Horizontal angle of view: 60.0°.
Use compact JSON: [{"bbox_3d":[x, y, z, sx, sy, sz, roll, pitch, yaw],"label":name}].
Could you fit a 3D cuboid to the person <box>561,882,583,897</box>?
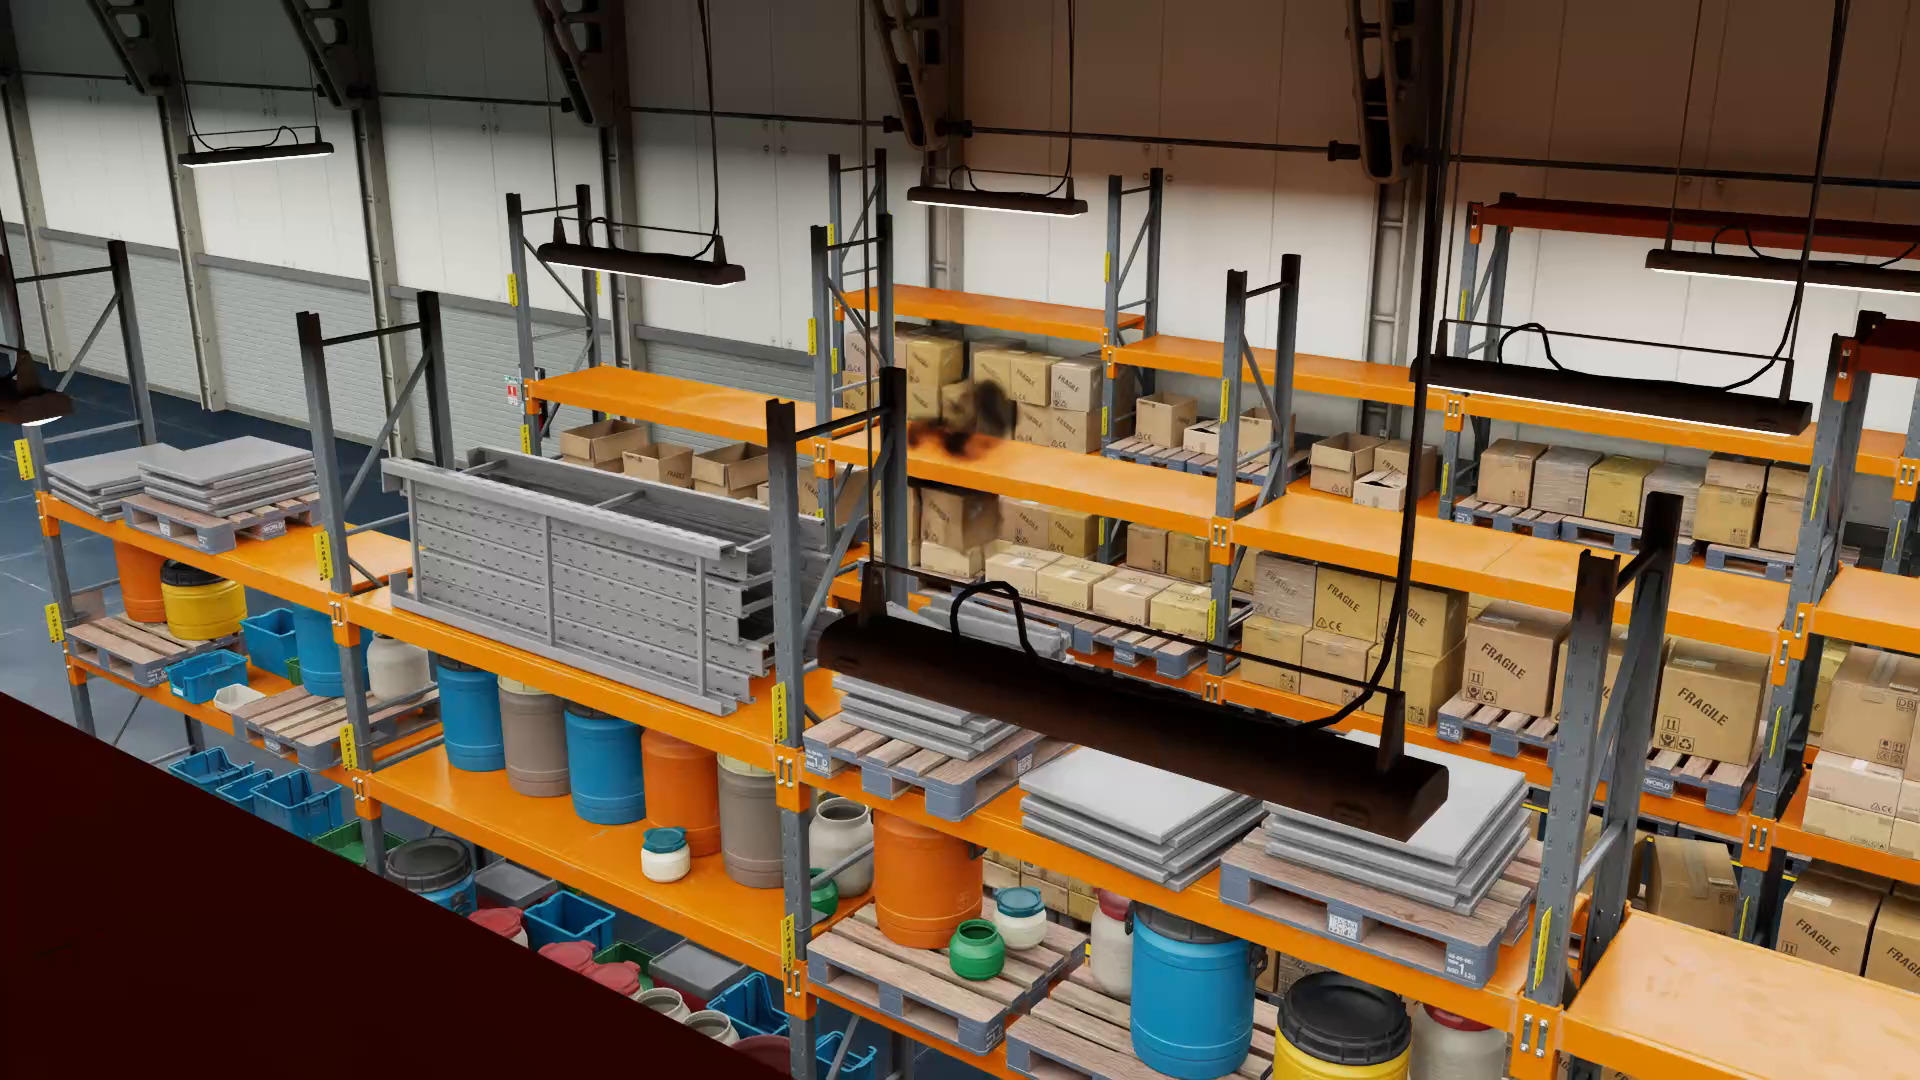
[{"bbox_3d":[-3.687,2.306,14.535,0.950,1.826,0.659,10,21,27],"label":"person"}]
